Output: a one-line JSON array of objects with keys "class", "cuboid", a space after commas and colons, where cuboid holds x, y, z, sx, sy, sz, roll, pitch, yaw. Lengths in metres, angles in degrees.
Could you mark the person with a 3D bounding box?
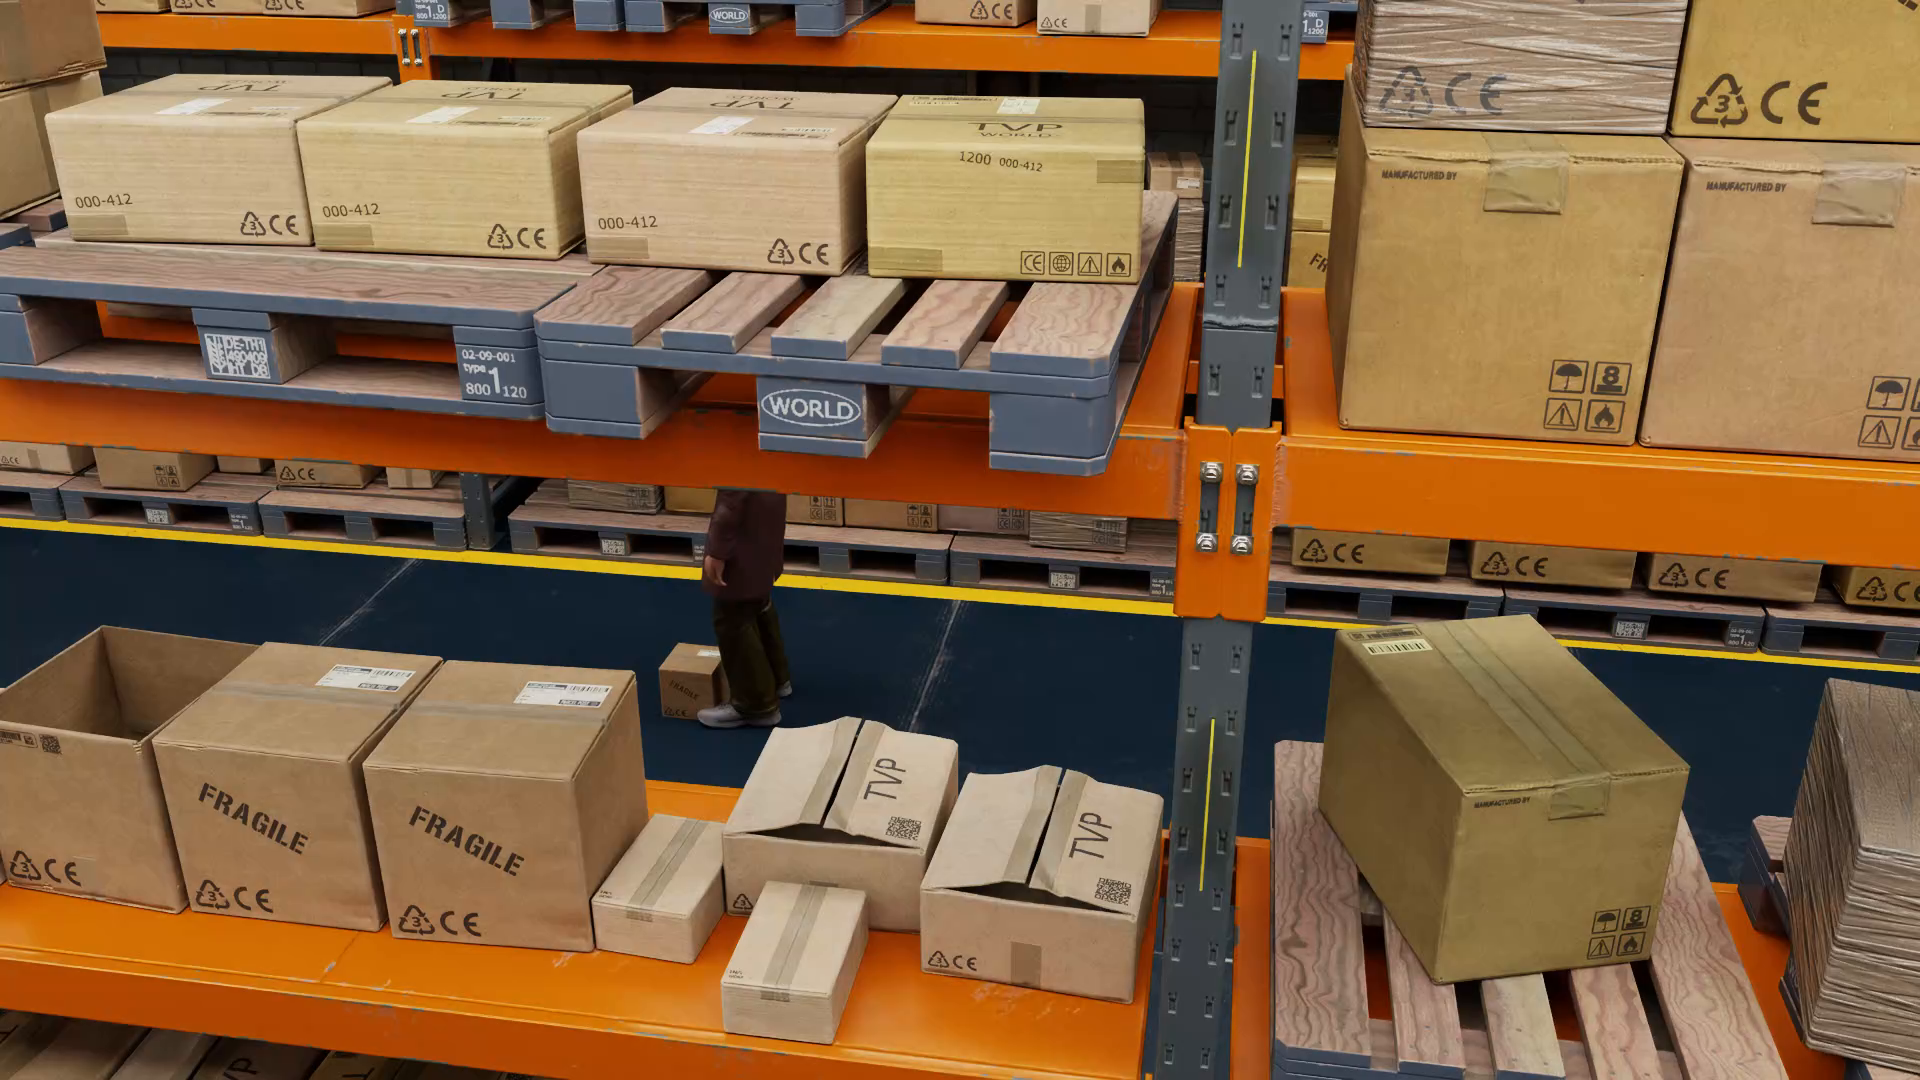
[{"class": "person", "cuboid": [-0.952, -0.035, 7.200, 0.420, 1.774, 0.644, 4, 25, 8]}]
